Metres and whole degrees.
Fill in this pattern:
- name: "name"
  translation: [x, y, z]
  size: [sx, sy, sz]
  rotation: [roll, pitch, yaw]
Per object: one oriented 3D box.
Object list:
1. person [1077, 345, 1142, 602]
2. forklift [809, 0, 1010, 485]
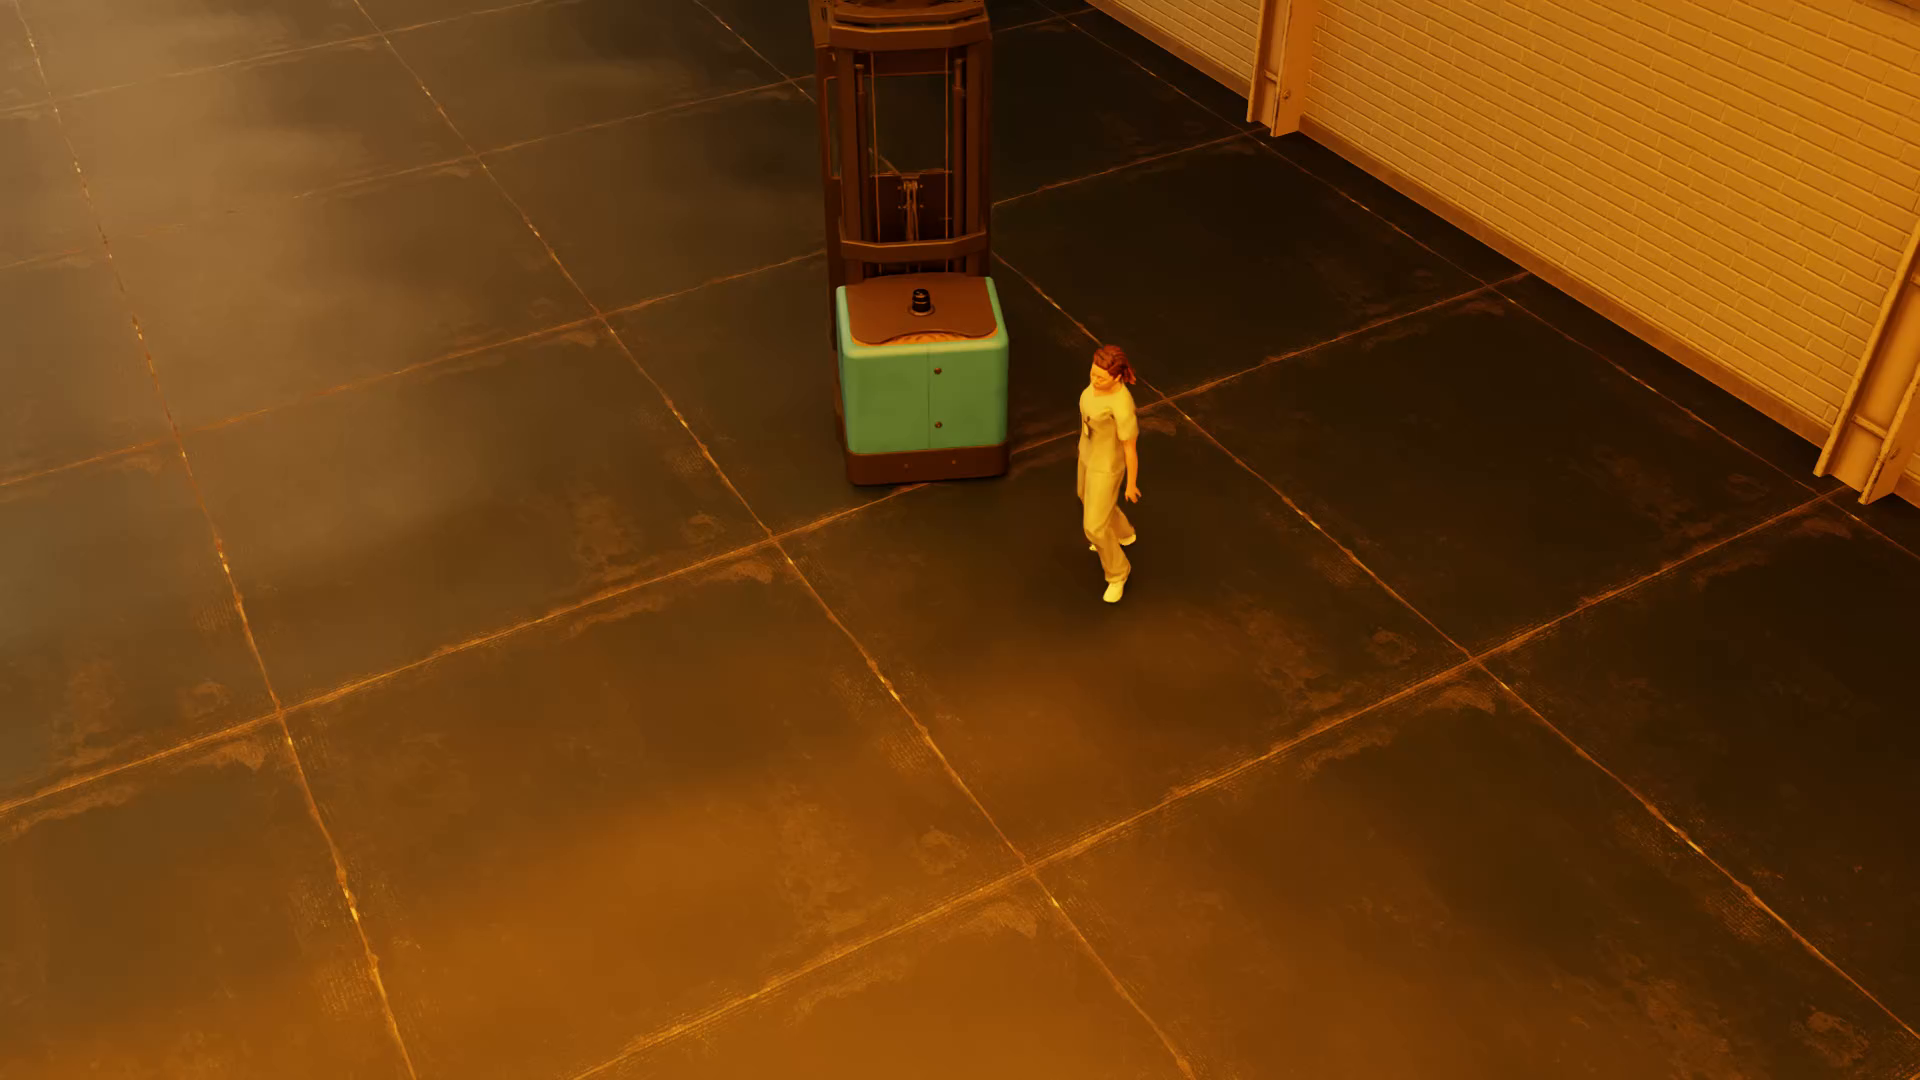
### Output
- name: "person"
  translation: [0.894, -0.478, 9.683]
  size: [0.463, 1.651, 0.801]
  rotation: [-8, 40, -10]
- name: "forklift"
  translation: [-0.373, -2.415, 10.947]
  size: [1.130, 2.935, 3.031]
  rotation: [-4, 40, -5]
